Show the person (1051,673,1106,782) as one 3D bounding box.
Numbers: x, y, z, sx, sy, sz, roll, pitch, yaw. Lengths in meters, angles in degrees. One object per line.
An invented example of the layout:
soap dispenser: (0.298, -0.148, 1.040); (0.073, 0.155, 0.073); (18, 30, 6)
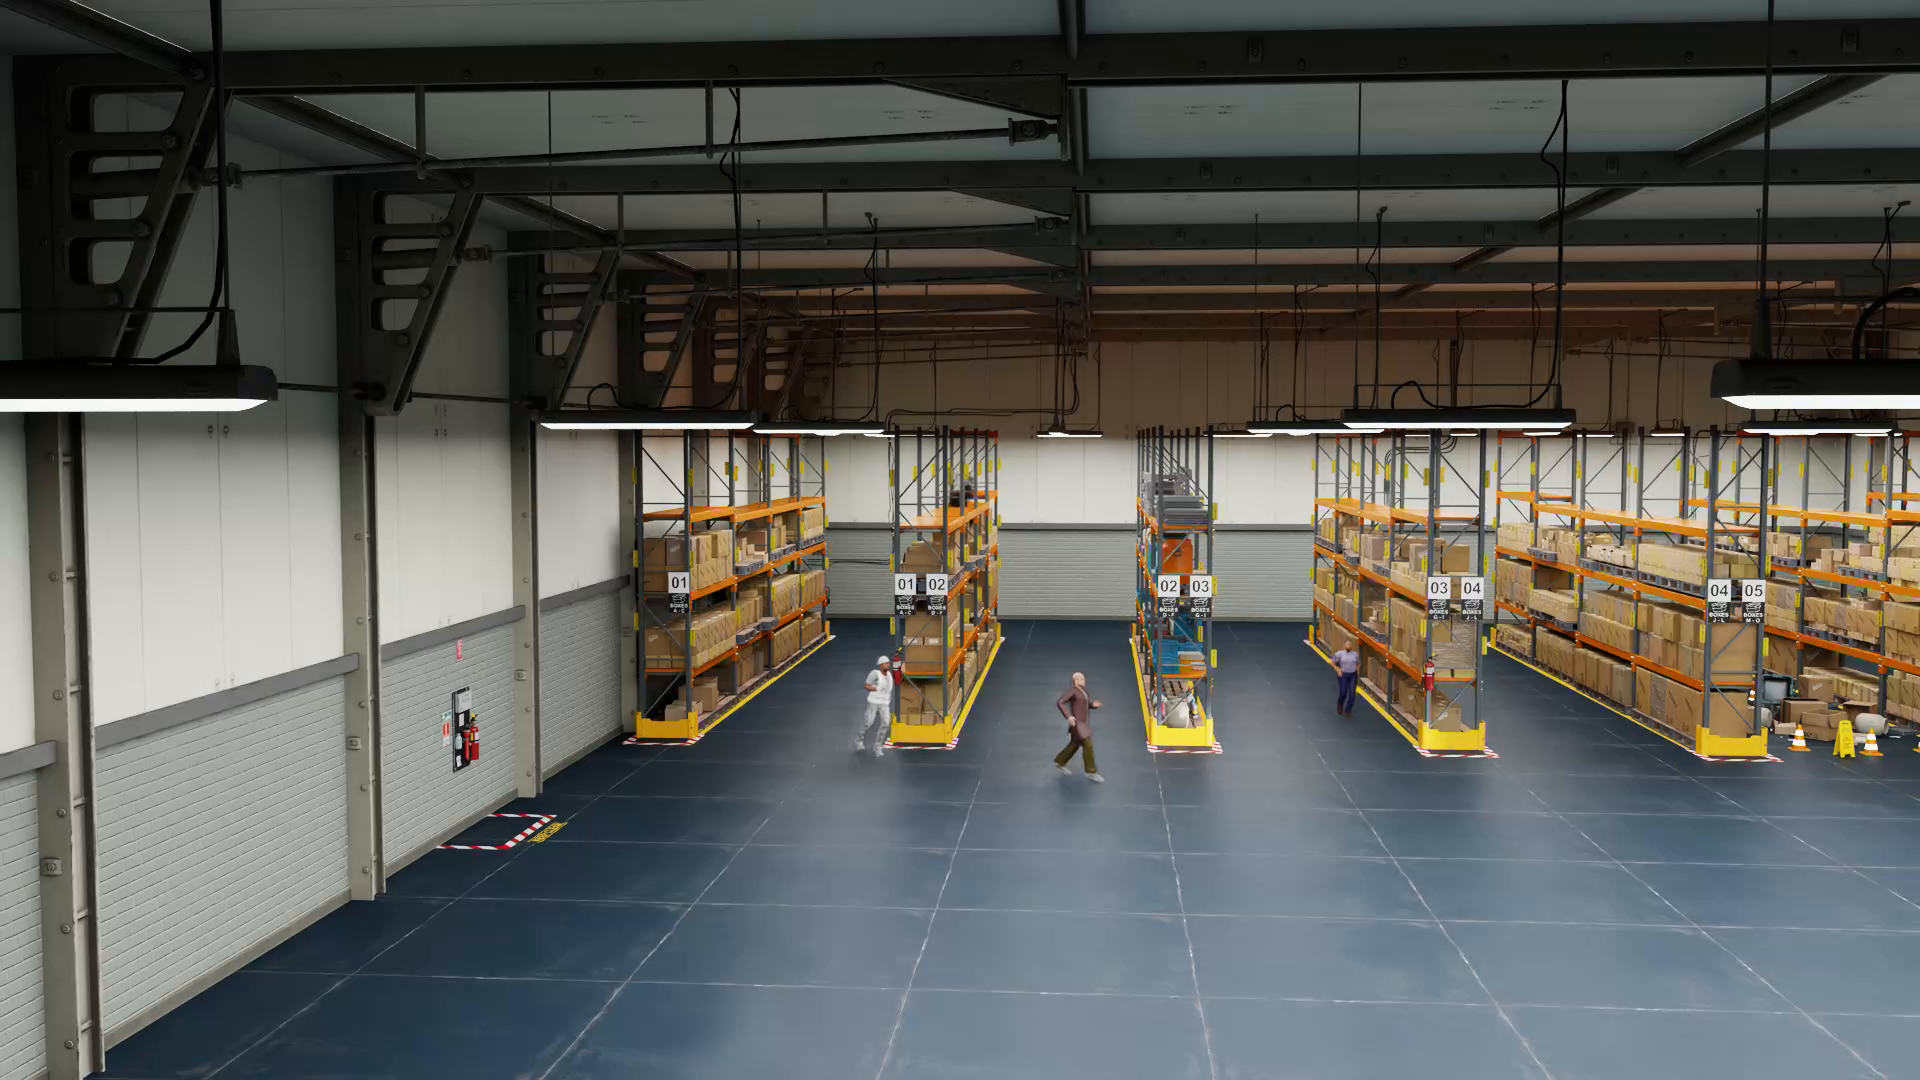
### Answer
person: (1.993, 3.174, 27.977); (0.996, 1.716, 0.688); (1, 4, 21)

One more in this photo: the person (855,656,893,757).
person: (-1.474, 3.018, 30.411); (0.686, 1.801, 0.767); (-3, 4, -37)

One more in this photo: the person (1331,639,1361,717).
person: (8.015, 2.853, 34.336); (0.597, 1.601, 0.550); (0, 3, -2)
